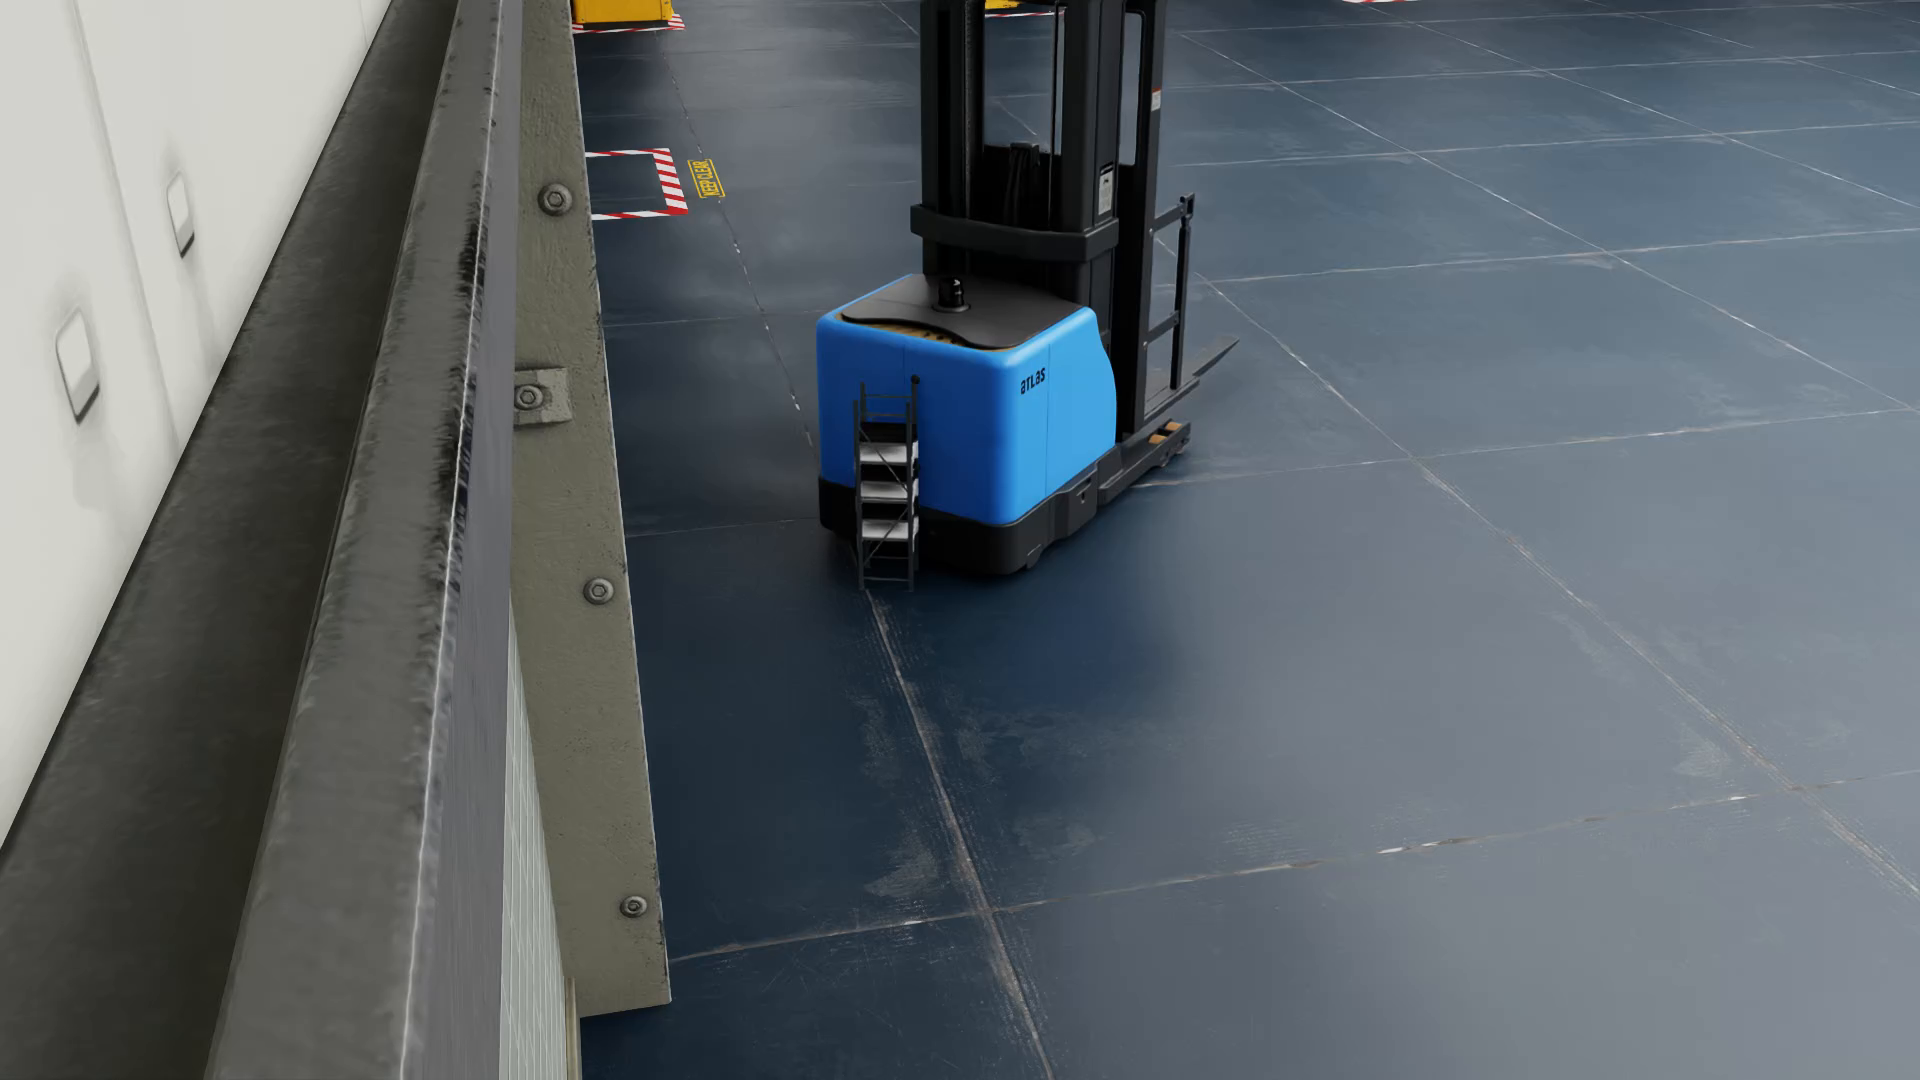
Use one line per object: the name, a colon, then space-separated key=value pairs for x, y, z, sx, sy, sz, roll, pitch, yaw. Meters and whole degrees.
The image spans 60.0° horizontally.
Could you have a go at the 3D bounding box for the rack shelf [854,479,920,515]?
rack shelf: x=-0.314 y=-0.191 z=7.205 sx=0.258 sy=0.077 sz=0.200 roll=2 pitch=27 yaw=5

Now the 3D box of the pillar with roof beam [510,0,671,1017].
pillar with roof beam: x=3.132 y=-3.135 z=3.975 sx=9.100 sy=9.000 sz=0.400 roll=-6 pitch=27 yaw=-12

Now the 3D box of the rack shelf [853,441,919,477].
rack shelf: x=-0.314 y=-0.352 z=7.124 sx=0.258 sy=0.077 sz=0.200 roll=2 pitch=27 yaw=5

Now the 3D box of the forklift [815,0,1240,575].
forklift: x=0.541 y=-1.778 z=8.020 sx=1.130 sy=2.935 sz=3.031 roll=15 pitch=31 yaw=28

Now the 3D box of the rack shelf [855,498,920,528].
rack shelf: x=-0.314 y=-0.111 z=7.245 sx=0.258 sy=0.077 sz=0.200 roll=2 pitch=27 yaw=5

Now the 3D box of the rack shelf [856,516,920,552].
rack shelf: x=-0.314 y=-0.031 z=7.286 sx=0.258 sy=0.077 sz=0.200 roll=2 pitch=27 yaw=5

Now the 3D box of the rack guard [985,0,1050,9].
rack guard: x=0.713 y=-7.081 z=21.224 sx=1.175 sy=0.500 sz=0.348 roll=-6 pitch=27 yaw=-12

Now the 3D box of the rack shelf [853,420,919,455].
rack shelf: x=-0.314 y=-0.433 z=7.083 sx=0.258 sy=0.077 sz=0.200 roll=2 pitch=27 yaw=5

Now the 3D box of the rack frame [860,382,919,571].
rack frame: x=-0.305 y=-0.267 z=7.280 sx=0.240 sy=0.900 sz=0.006 roll=2 pitch=27 yaw=5

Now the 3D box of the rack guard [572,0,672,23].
rack guard: x=-4.135 y=-6.620 z=20.311 sx=1.175 sy=0.500 sz=0.348 roll=-6 pitch=27 yaw=-12

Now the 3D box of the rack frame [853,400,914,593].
rack frame: x=-0.324 y=-0.176 z=7.099 sx=0.240 sy=0.900 sz=0.006 roll=2 pitch=27 yaw=5

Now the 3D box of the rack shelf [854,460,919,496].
rack shelf: x=-0.314 y=-0.272 z=7.164 sx=0.258 sy=0.077 sz=0.200 roll=2 pitch=27 yaw=5

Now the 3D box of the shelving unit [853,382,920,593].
shelving unit: x=-0.314 y=-0.221 z=7.190 sx=0.258 sy=0.900 sz=0.210 roll=2 pitch=27 yaw=5
